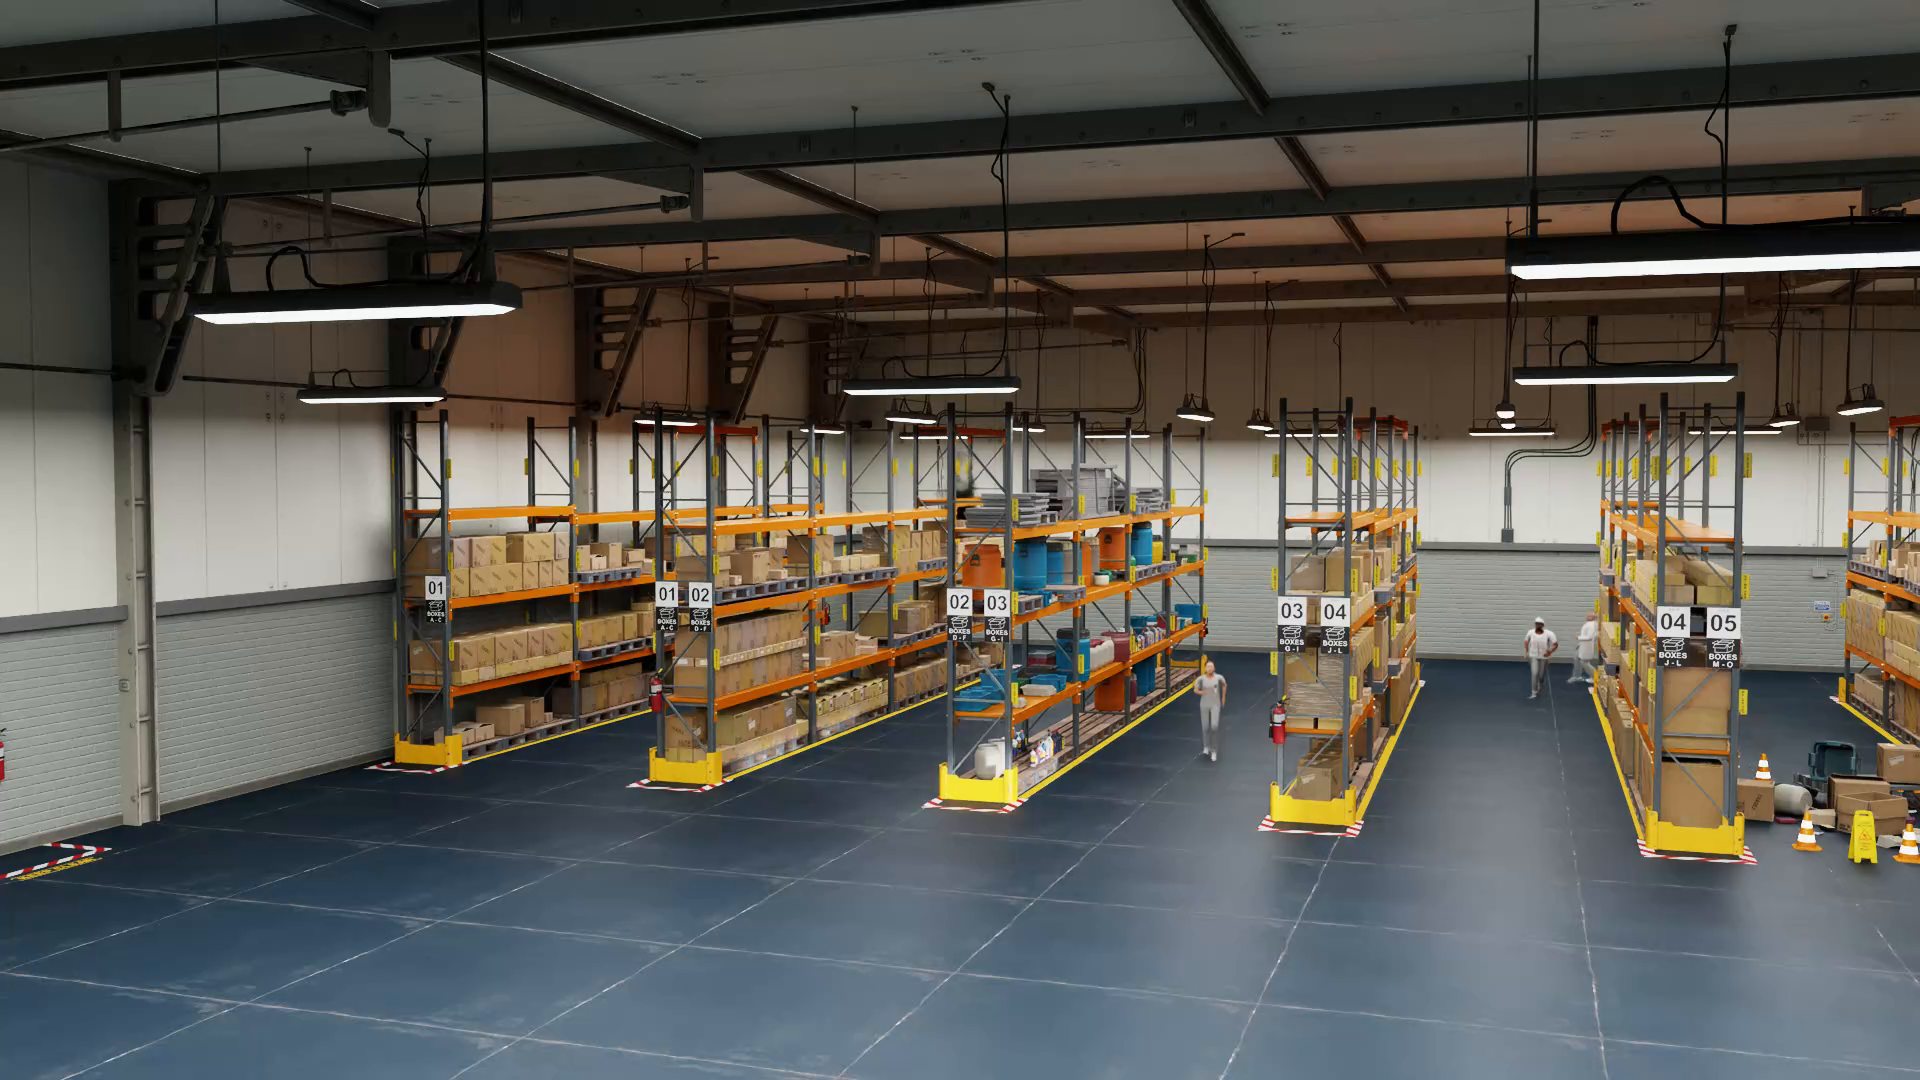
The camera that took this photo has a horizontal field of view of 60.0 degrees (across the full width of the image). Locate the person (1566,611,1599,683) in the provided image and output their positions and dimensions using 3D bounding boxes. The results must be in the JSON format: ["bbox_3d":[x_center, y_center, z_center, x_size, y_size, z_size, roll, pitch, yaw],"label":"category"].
[{"bbox_3d":[14.441,2.500,38.503,0.778,1.756,0.816,1,3,24],"label":"person"}]

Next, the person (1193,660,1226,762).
[{"bbox_3d":[4.318,2.928,28.764,0.554,1.736,0.797,0,2,11],"label":"person"}]

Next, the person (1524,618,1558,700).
[{"bbox_3d":[12.692,2.571,36.329,0.710,1.770,0.816,1,3,26],"label":"person"}]
